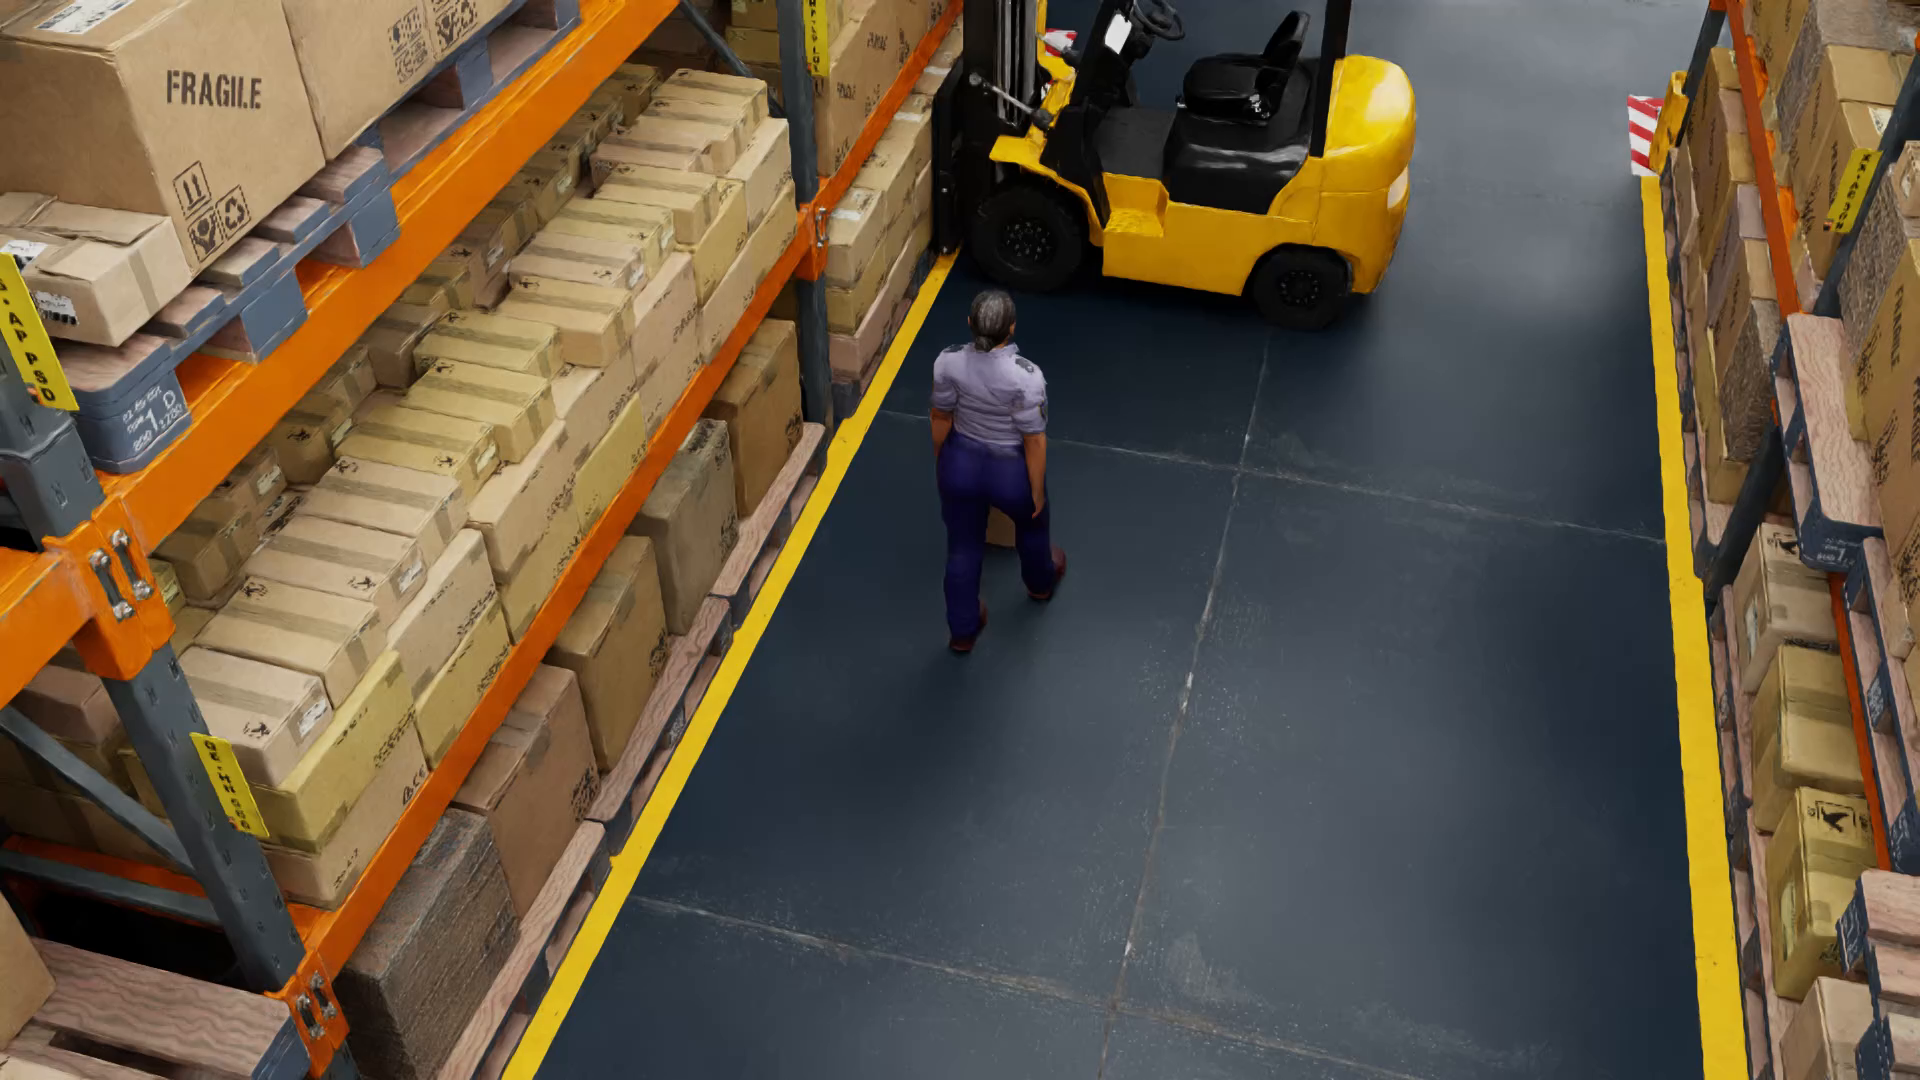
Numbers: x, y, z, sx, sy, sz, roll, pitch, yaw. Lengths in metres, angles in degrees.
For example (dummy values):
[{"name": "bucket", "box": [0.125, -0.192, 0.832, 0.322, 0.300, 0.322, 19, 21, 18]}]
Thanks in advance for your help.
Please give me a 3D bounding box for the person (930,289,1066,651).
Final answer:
[{"name": "person", "box": [0.153, -0.345, 6.568, 0.483, 1.624, 0.694, 11, 42, 12]}]
